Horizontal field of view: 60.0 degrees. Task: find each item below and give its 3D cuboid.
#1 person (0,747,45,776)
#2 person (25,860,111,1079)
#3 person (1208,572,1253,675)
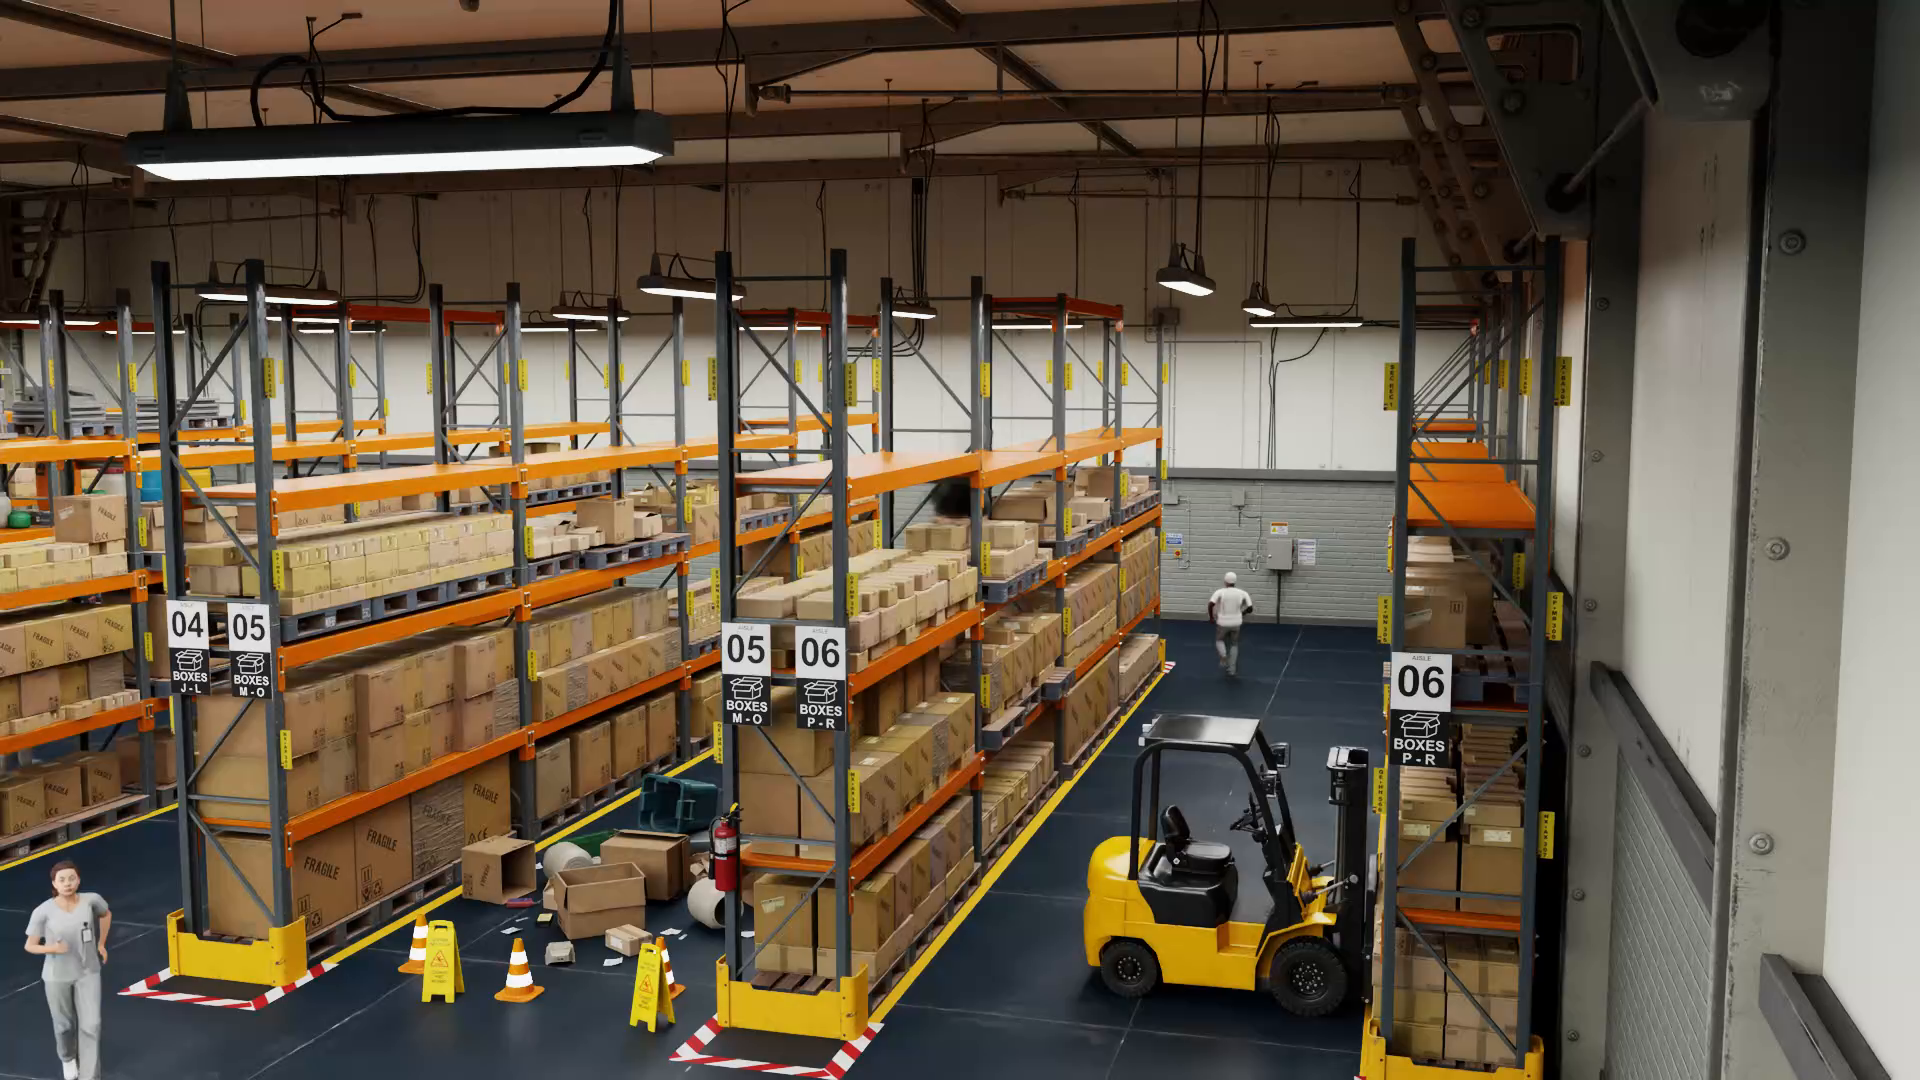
[{"bbox_3d":[-11.135,2.262,19.634,0.626,1.660,0.783,1,6,11],"label":"person"},{"bbox_3d":[-6.250,3.075,11.702,0.559,1.685,0.809,-4,7,-31],"label":"person"},{"bbox_3d":[4.474,1.381,27.715,0.771,1.718,0.532,0,6,-2],"label":"person"}]
